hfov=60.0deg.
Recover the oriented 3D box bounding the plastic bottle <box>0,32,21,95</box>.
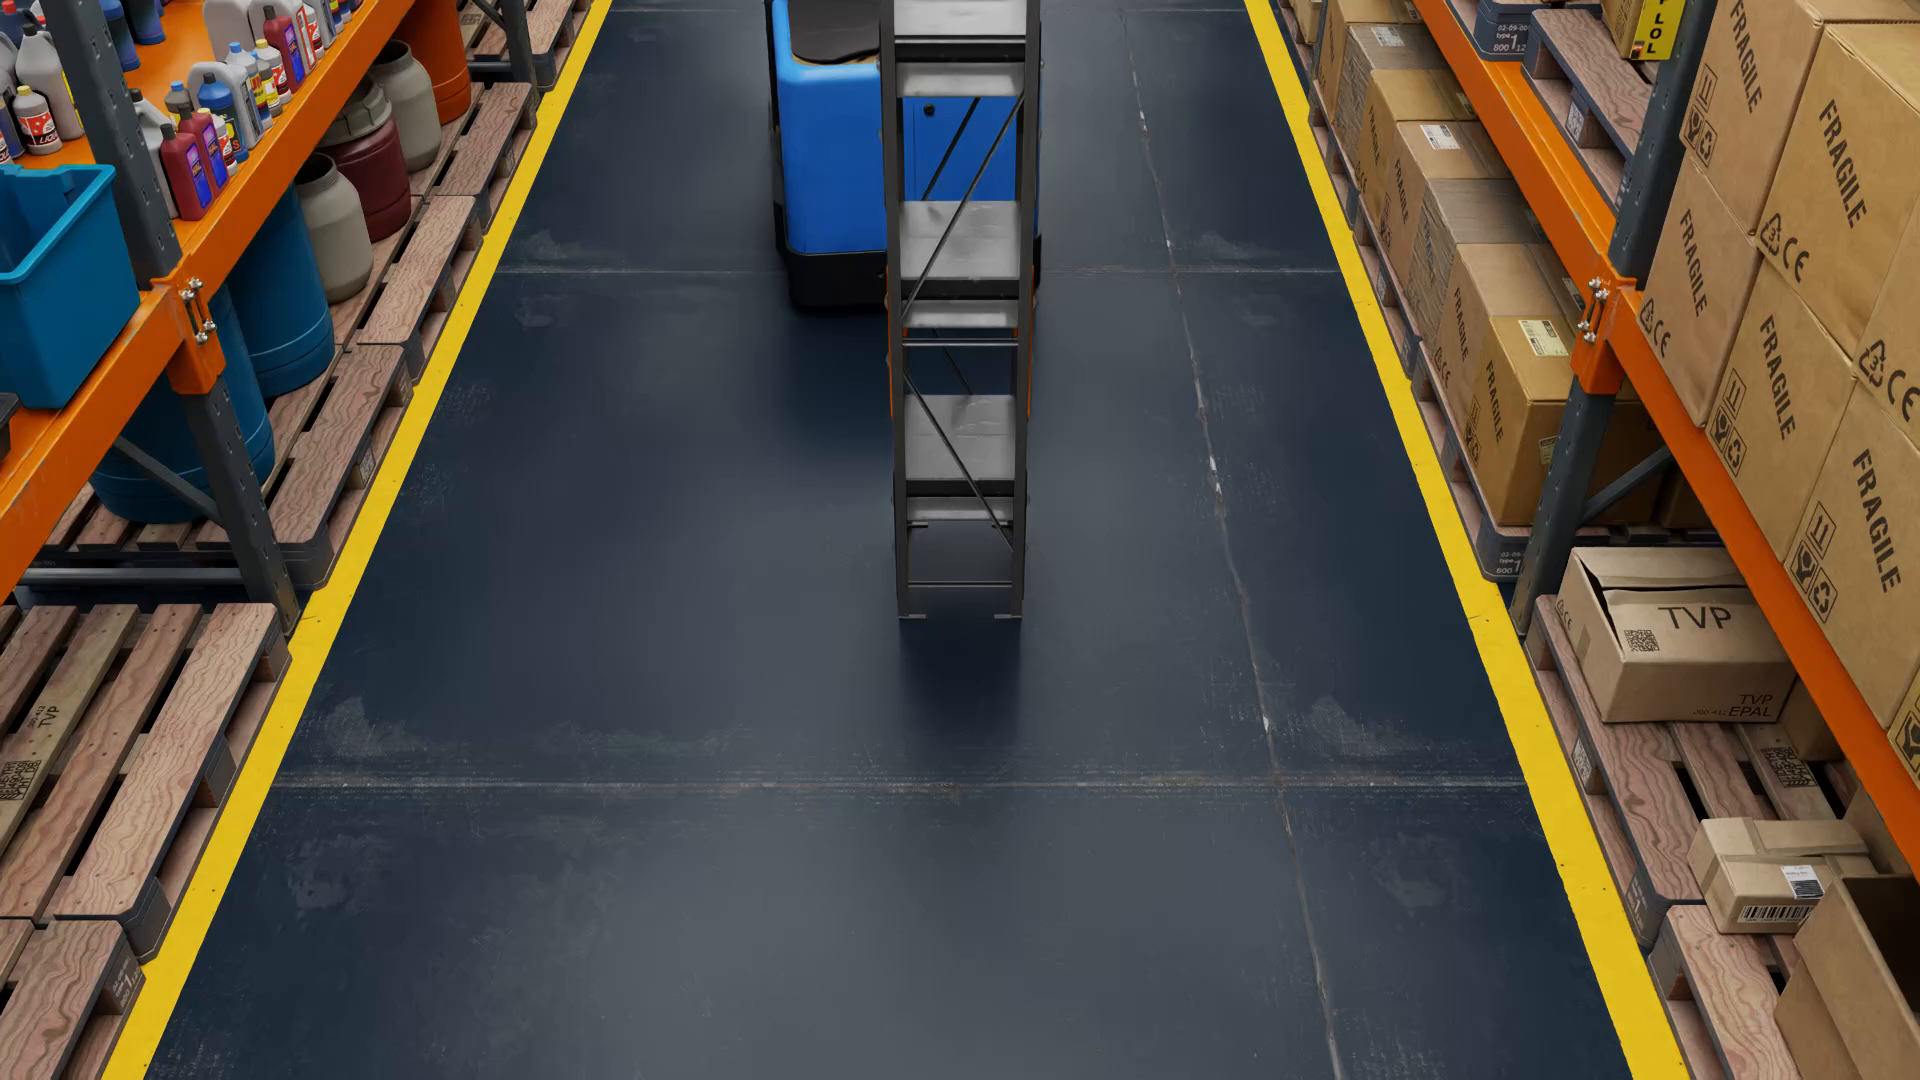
[{"bbox_3d":[-2.985,-1.447,5.196,0.144,0.351,0.185,0,39,0],"label":"plastic bottle"}]

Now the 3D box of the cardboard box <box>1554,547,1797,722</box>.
[{"bbox_3d":[2.081,0.247,4.841,0.500,0.311,0.500,0,39,0],"label":"cardboard box"}]

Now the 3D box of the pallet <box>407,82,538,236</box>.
[{"bbox_3d":[-2.619,-1.812,7.842,1.003,0.211,1.213,0,39,0],"label":"pallet"}]

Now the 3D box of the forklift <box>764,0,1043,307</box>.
[{"bbox_3d":[-0.351,-3.015,7.168,1.130,2.935,3.031,-4,39,-5],"label":"forklift"}]

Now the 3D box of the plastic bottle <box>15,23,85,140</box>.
[{"bbox_3d":[-2.841,-1.447,5.196,0.144,0.351,0.185,0,39,0],"label":"plastic bottle"}]

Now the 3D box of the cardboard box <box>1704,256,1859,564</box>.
[{"bbox_3d":[2.028,-0.293,3.637,0.500,0.500,0.500,1,39,1],"label":"cardboard box"}]

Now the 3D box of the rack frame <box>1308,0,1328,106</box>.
[{"bbox_3d":[2.292,-3.394,7.587,1.000,3.000,0.127,0,39,0],"label":"rack frame"}]

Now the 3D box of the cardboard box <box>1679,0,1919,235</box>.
[{"bbox_3d":[2.016,-1.027,3.753,0.500,0.500,0.500,1,39,1],"label":"cardboard box"}]

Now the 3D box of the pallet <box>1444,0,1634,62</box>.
[{"bbox_3d":[2.299,-2.103,6.129,1.003,0.211,1.213,0,39,0],"label":"pallet"}]

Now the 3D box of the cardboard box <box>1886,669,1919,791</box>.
[{"bbox_3d":[2.029,0.338,2.849,0.500,0.500,0.500,-1,39,-1],"label":"cardboard box"}]

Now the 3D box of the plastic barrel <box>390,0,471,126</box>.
[{"bbox_3d":[-2.644,-2.404,7.751,0.600,0.830,0.708,0,39,0],"label":"plastic barrel"}]

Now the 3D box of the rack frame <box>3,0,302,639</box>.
[{"bbox_3d":[-2.657,-0.891,4.464,1.000,3.000,0.127,0,39,0],"label":"rack frame"}]

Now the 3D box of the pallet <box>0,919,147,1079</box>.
[{"bbox_3d":[-2.613,1.421,3.808,1.003,0.211,1.213,0,39,0],"label":"pallet"}]

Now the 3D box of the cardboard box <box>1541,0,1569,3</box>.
[{"bbox_3d":[2.233,-2.200,5.681,0.700,0.500,0.500,-9,40,-11],"label":"cardboard box"}]

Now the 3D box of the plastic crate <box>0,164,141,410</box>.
[{"bbox_3d":[-2.315,-0.617,4.086,0.392,0.384,0.575,0,39,0],"label":"plastic crate"}]

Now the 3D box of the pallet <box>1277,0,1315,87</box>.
[{"bbox_3d":[2.330,-2.821,9.101,1.003,0.211,1.213,0,39,0],"label":"pallet"}]

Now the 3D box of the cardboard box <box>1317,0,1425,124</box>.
[{"bbox_3d":[2.007,-2.306,7.875,0.500,0.500,0.500,2,39,2],"label":"cardboard box"}]

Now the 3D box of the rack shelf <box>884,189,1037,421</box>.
[{"bbox_3d":[0.000,-0.705,4.973,0.431,0.518,0.480,0,39,0],"label":"rack shelf"}]

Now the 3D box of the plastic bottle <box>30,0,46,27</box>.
[{"bbox_3d":[-2.982,-1.633,5.488,0.152,0.276,0.135,0,39,0],"label":"plastic bottle"}]

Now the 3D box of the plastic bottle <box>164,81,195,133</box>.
[{"bbox_3d":[-2.402,-1.321,5.158,0.097,0.201,0.097,0,39,0],"label":"plastic bottle"}]

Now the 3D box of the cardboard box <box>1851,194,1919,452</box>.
[{"bbox_3d":[2.017,-0.383,2.950,0.500,0.500,0.500,-1,39,-1],"label":"cardboard box"}]

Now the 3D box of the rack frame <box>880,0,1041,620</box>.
[{"bbox_3d":[0.000,-0.563,4.774,0.400,2.100,0.015,0,39,0],"label":"rack frame"}]

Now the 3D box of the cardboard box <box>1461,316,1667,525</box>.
[{"bbox_3d":[2.009,-0.397,5.494,0.500,0.500,0.500,0,39,0],"label":"cardboard box"}]

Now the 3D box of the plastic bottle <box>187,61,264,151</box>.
[{"bbox_3d":[-2.277,-1.362,5.150,0.152,0.276,0.135,0,39,0],"label":"plastic bottle"}]

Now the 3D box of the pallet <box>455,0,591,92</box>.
[{"bbox_3d":[-2.624,-2.789,9.062,1.003,0.211,1.213,0,39,0],"label":"pallet"}]

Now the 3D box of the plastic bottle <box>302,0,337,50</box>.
[{"bbox_3d":[-2.278,-1.857,5.768,0.152,0.276,0.135,0,39,0],"label":"plastic bottle"}]

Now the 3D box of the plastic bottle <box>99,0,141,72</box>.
[{"bbox_3d":[-2.857,-1.727,5.610,0.097,0.271,0.097,0,39,0],"label":"plastic bottle"}]

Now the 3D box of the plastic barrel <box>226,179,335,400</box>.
[{"bbox_3d":[-2.641,-1.020,5.966,0.600,0.901,0.708,0,39,0],"label":"plastic barrel"}]

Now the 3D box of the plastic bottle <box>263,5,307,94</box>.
[{"bbox_3d":[-2.232,-1.631,5.480,0.061,0.283,0.133,0,39,0],"label":"plastic bottle"}]

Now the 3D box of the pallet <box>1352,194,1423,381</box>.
[{"bbox_3d":[2.253,-1.078,6.926,1.003,0.211,1.213,0,39,0],"label":"pallet"}]

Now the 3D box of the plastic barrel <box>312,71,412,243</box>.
[{"bbox_3d":[-2.643,-1.604,6.945,0.600,0.588,0.708,0,39,0],"label":"plastic barrel"}]

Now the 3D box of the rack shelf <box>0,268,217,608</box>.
[{"bbox_3d":[-2.655,0.640,3.128,1.077,0.370,4.000,0,39,0],"label":"rack shelf"}]

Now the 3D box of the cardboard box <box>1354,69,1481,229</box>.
[{"bbox_3d":[2.008,-1.664,7.075,0.500,0.500,0.500,-1,39,-1],"label":"cardboard box"}]

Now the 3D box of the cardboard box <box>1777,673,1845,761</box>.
[{"bbox_3d":[2.581,0.267,4.665,0.500,0.500,0.500,0,39,0],"label":"cardboard box"}]

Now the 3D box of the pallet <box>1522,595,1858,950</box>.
[{"bbox_3d":[2.296,0.625,4.801,1.003,0.211,1.213,0,39,0],"label":"pallet"}]

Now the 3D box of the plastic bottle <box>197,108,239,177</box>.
[{"bbox_3d":[-2.249,-1.199,5.007,0.097,0.201,0.097,0,39,0],"label":"plastic bottle"}]

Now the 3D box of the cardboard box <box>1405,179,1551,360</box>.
[{"bbox_3d":[2.017,-1.020,6.271,0.500,0.500,0.500,0,39,1],"label":"cardboard box"}]

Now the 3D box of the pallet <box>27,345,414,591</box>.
[{"bbox_3d":[-2.616,-0.286,5.938,1.003,0.211,1.213,0,39,0],"label":"pallet"}]

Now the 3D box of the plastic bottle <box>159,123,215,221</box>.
[{"bbox_3d":[-2.231,-1.076,4.787,0.061,0.283,0.133,0,39,0],"label":"plastic bottle"}]

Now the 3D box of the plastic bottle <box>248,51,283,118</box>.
[{"bbox_3d":[-2.250,-1.466,5.339,0.097,0.201,0.097,0,39,0],"label":"plastic bottle"}]

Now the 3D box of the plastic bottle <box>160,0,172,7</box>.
[{"bbox_3d":[-2.986,-2.136,6.056,0.144,0.351,0.185,0,39,0],"label":"plastic bottle"}]

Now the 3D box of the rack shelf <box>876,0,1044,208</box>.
[{"bbox_3d":[0.000,-1.251,4.535,0.431,0.518,0.480,0,39,0],"label":"rack shelf"}]

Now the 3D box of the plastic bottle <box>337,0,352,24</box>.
[{"bbox_3d":[-2.251,-1.988,5.936,0.097,0.271,0.097,0,39,0],"label":"plastic bottle"}]

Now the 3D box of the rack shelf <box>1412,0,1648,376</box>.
[{"bbox_3d":[2.294,-1.863,6.251,1.077,0.370,4.000,0,39,0],"label":"rack shelf"}]

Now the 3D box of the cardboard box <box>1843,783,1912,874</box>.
[{"bbox_3d":[2.582,0.810,4.139,0.500,0.311,0.500,0,39,0],"label":"cardboard box"}]

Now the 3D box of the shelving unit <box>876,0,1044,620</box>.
[{"bbox_3d":[0.000,-0.716,4.964,0.431,2.100,0.503,0,39,0],"label":"shelving unit"}]

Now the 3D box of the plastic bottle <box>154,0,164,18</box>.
[{"bbox_3d":[-2.949,-2.016,5.971,0.097,0.271,0.097,0,39,0],"label":"plastic bottle"}]

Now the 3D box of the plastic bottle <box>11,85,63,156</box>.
[{"bbox_3d":[-2.856,-1.300,5.133,0.097,0.201,0.097,0,39,0],"label":"plastic bottle"}]

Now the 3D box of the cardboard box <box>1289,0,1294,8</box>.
[{"bbox_3d":[2.043,-3.136,9.128,0.500,0.250,0.500,0,39,-1],"label":"cardboard box"}]
